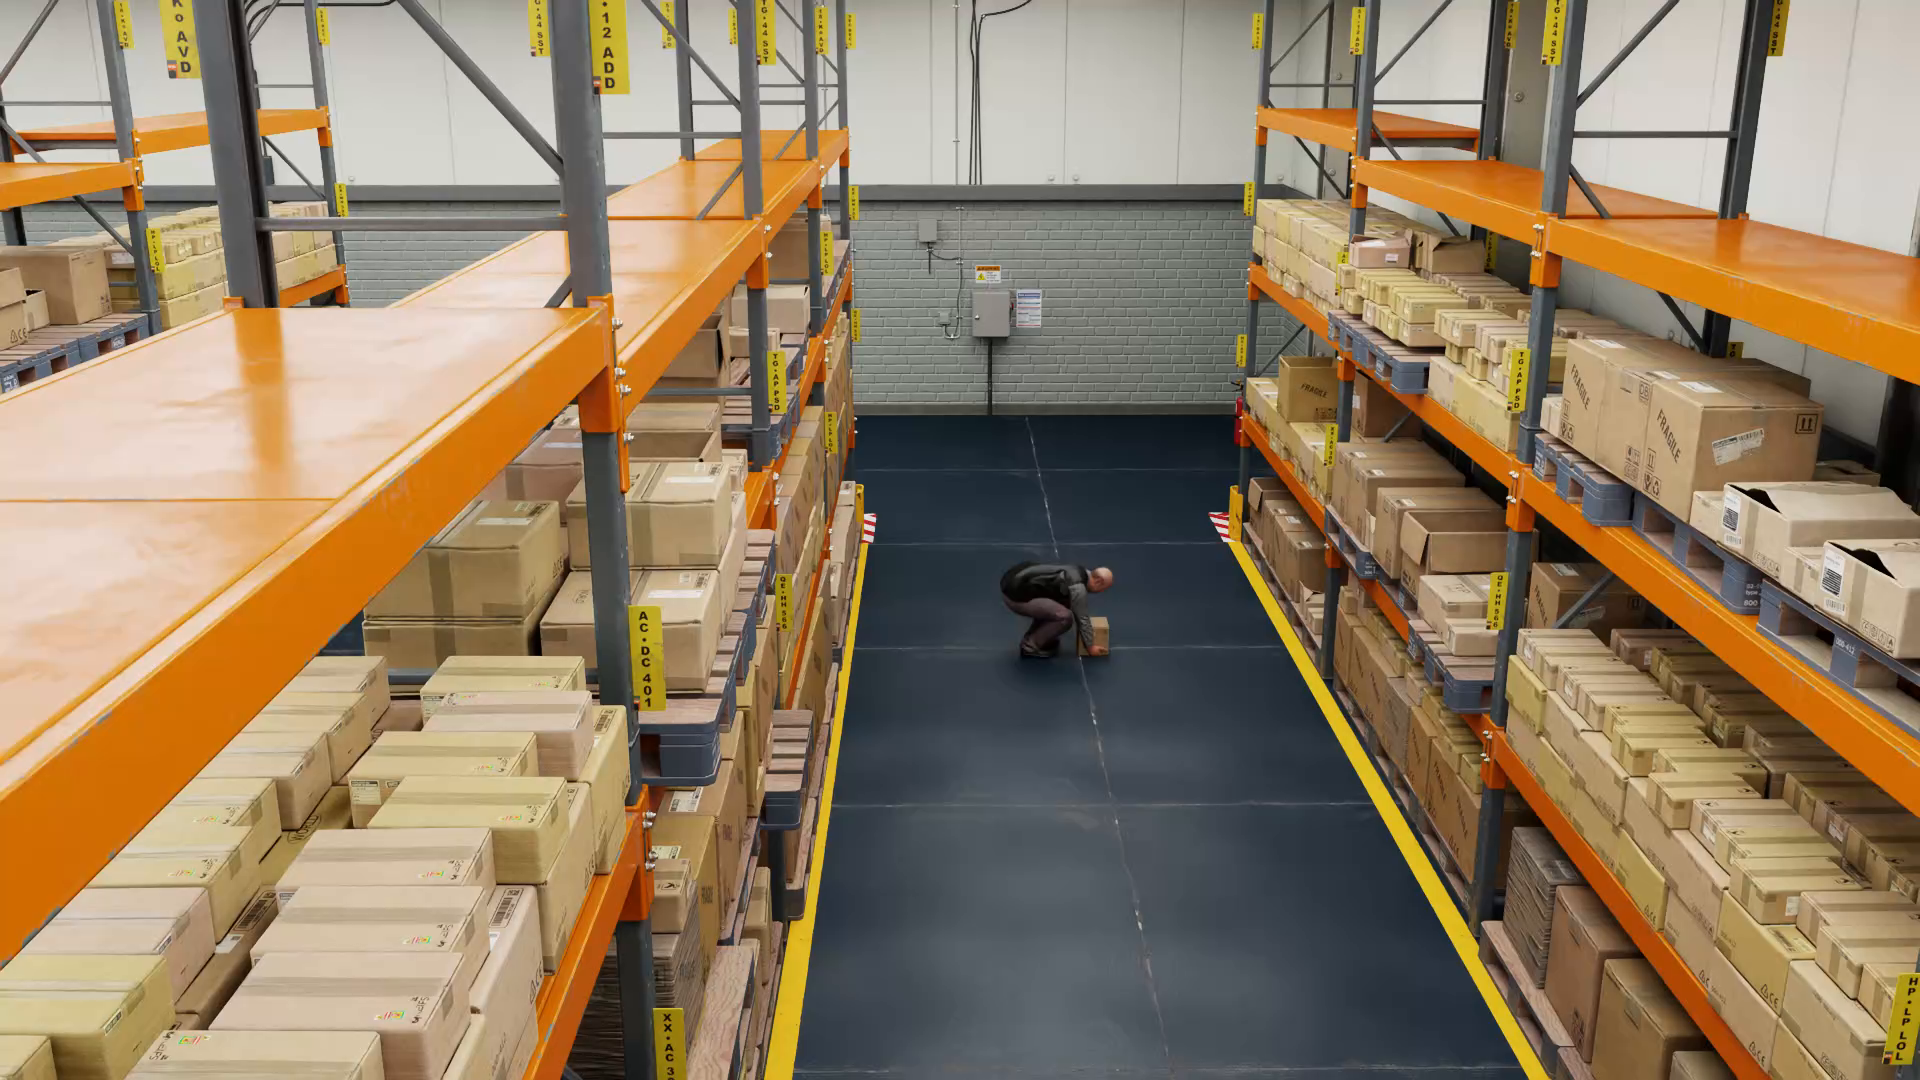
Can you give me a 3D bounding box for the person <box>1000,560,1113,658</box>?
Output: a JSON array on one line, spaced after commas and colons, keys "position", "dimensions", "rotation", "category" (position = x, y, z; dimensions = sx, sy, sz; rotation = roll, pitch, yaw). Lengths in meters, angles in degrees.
[{"position": [0.810, 0.561, 13.944], "dimensions": [0.947, 0.815, 0.502], "rotation": [-1, 17, -2], "category": "person"}]
